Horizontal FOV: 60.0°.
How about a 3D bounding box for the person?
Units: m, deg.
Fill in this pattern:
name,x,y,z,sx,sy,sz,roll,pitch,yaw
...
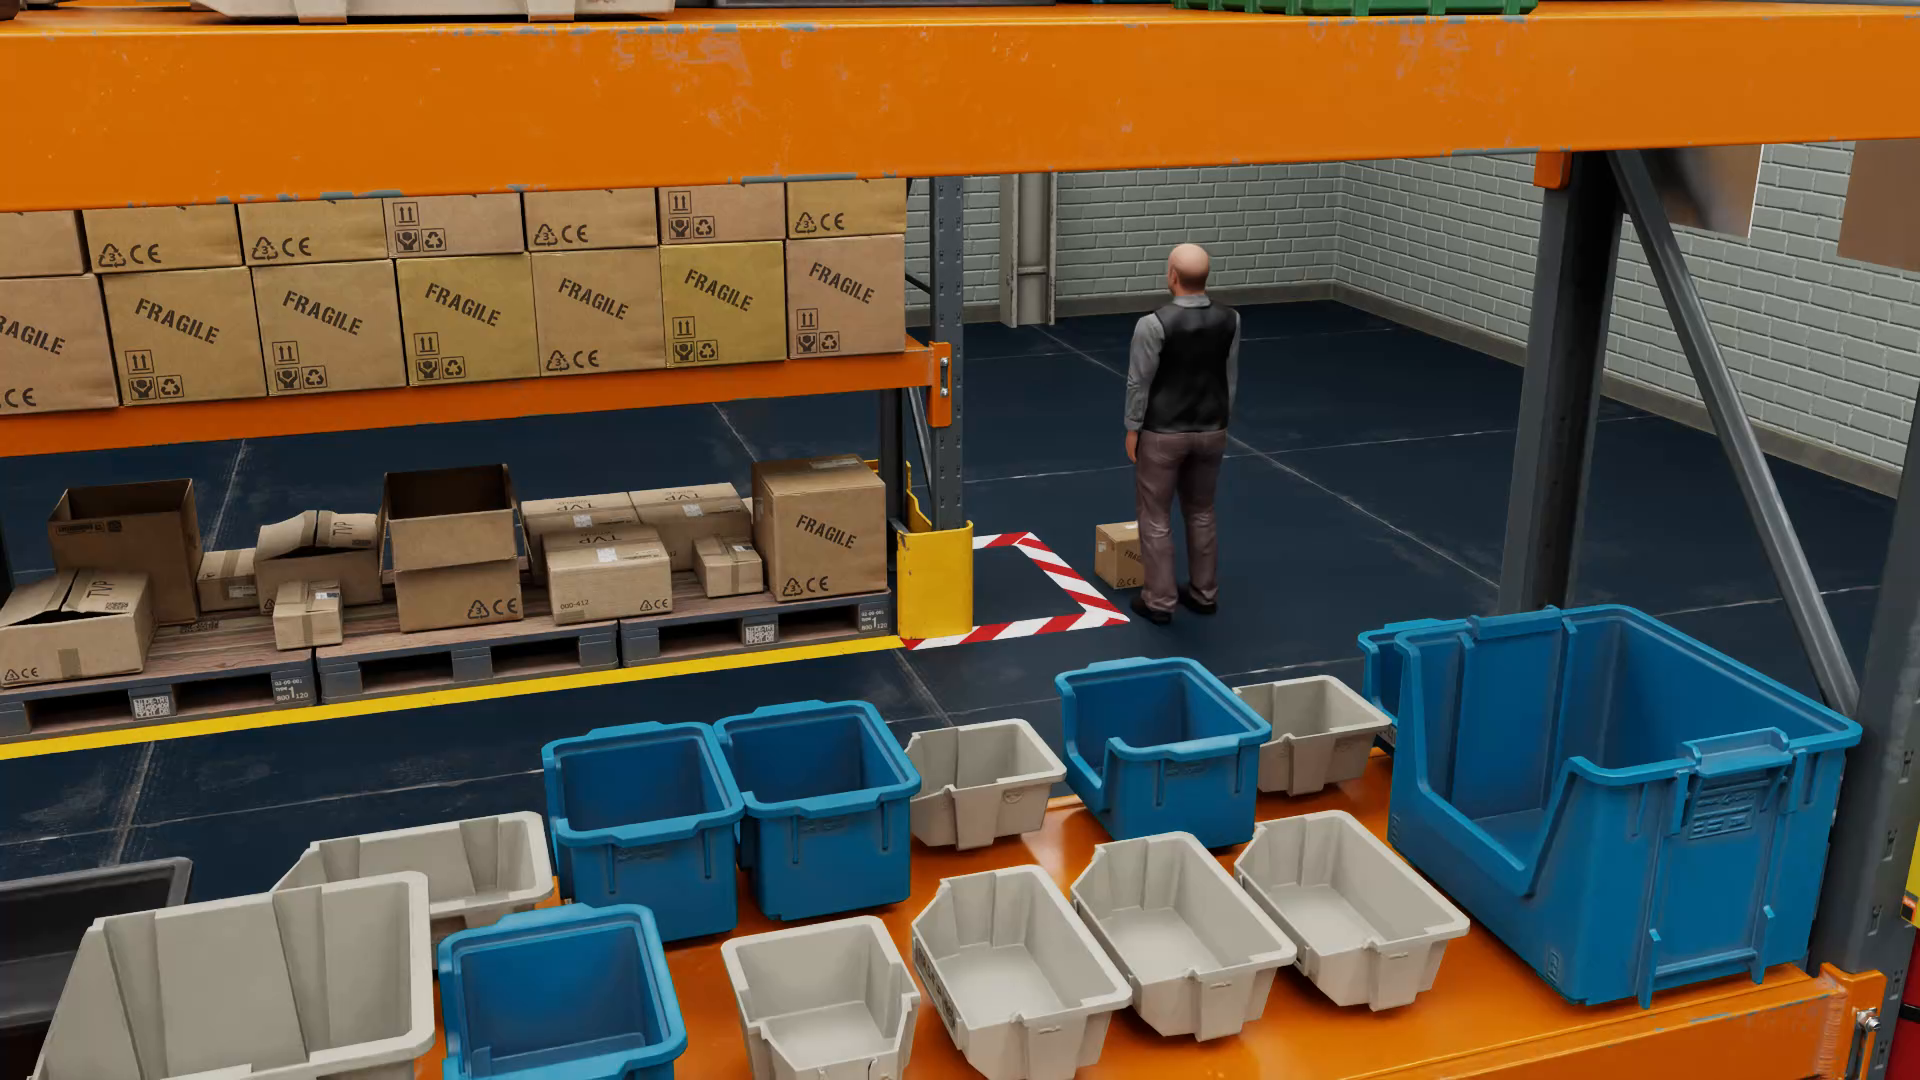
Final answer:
name,x,y,z,sx,sy,sz,roll,pitch,yaw
person,0.980,-0.476,7.500,0.532,1.719,0.360,-7,20,-18
